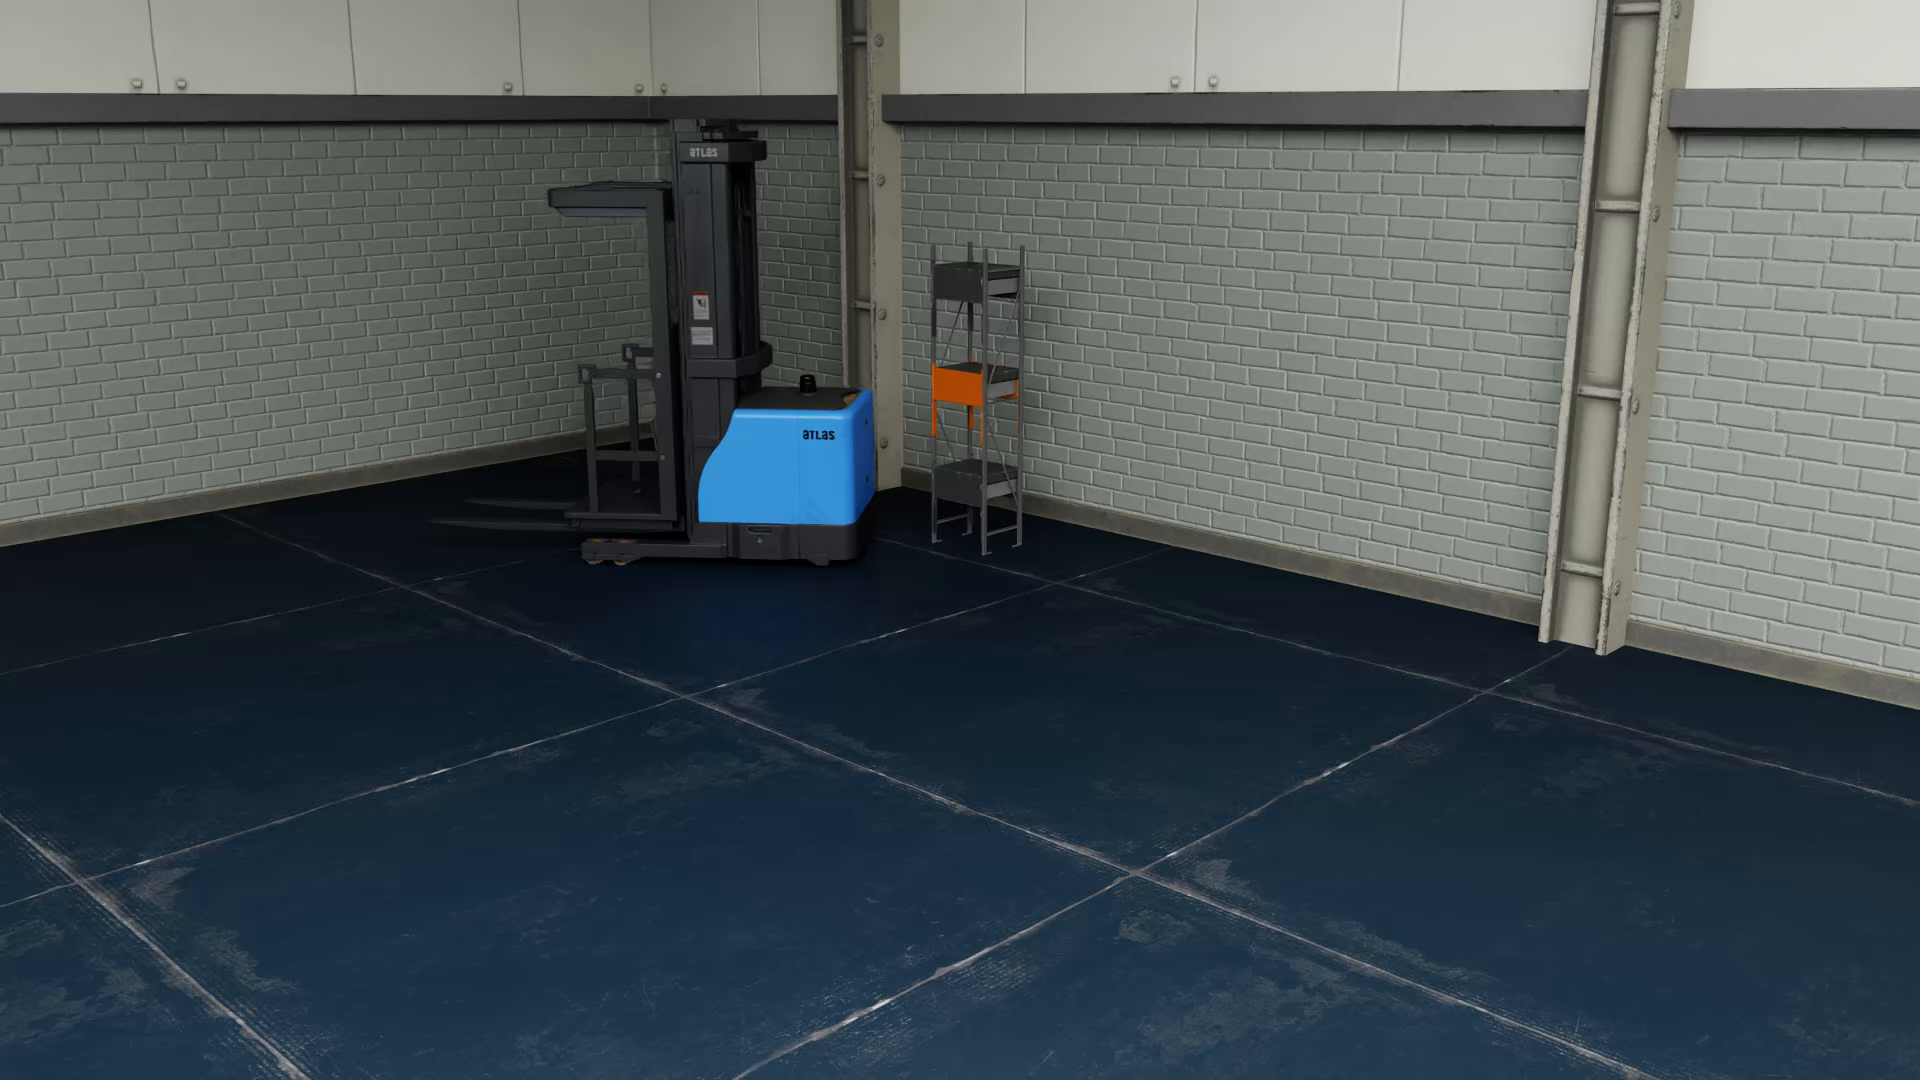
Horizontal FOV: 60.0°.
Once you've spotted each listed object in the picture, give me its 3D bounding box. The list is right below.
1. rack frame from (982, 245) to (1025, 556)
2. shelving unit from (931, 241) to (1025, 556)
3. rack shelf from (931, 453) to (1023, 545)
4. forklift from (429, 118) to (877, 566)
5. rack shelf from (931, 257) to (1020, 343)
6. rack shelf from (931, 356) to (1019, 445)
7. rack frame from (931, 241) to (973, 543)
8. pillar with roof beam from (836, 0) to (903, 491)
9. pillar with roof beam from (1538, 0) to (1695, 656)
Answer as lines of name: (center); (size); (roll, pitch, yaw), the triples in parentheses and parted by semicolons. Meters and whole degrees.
rack frame: (0.295, -0.944, 11.392); (0.015, 2.100, 0.400); (14, 20, 42)
shelving unit: (0.119, -0.987, 11.556); (0.503, 2.100, 0.431); (14, 20, 42)
rack shelf: (0.119, -0.297, 11.736); (0.480, 0.518, 0.431); (14, 20, 42)
forklift: (-2.153, -1.379, 11.413); (3.031, 2.935, 1.130); (1, 15, 5)
rack shelf: (0.119, -1.651, 11.383); (0.480, 0.518, 0.431); (14, 20, 42)
rack shelf: (0.119, -0.974, 11.560); (0.480, 0.518, 0.431); (14, 20, 42)
rack frame: (-0.057, -1.030, 11.720); (0.015, 2.100, 0.400); (14, 20, 42)
pillar with roof beam: (-3.695, -4.030, 9.552); (0.400, 9.000, 9.100); (14, 20, 42)
pillar with roof beam: (0.624, -2.980, 5.522); (0.400, 9.000, 9.100); (14, 20, 42)
